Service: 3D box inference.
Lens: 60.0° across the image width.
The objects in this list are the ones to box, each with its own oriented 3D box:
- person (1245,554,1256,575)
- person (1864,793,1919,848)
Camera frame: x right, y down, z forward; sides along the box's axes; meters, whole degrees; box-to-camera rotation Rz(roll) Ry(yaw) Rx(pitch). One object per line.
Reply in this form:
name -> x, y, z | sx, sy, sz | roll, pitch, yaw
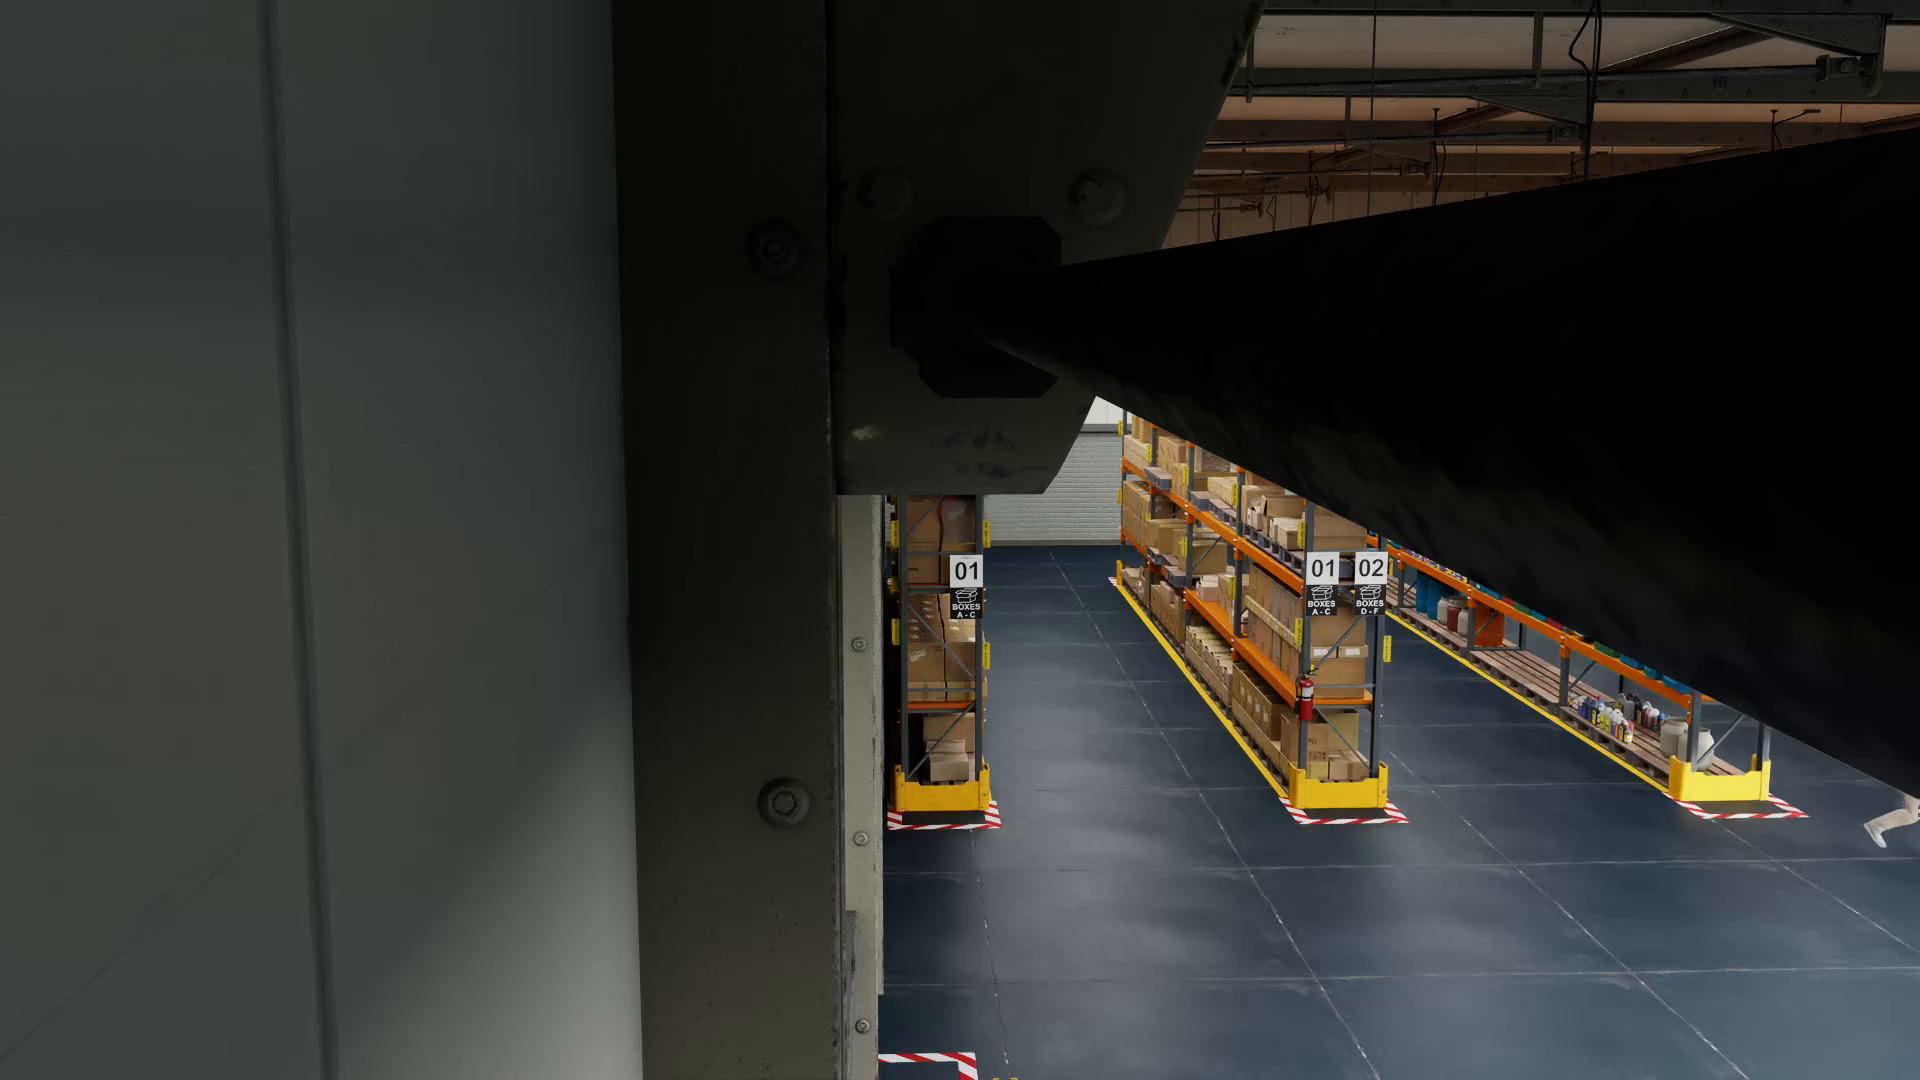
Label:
person -> 6.062, 0.432, 34.756 | 0.622, 1.636, 0.601 | -2, 9, -15
person -> 10.816, 2.732, 18.806 | 0.968, 1.739, 0.673 | 5, 10, 29
